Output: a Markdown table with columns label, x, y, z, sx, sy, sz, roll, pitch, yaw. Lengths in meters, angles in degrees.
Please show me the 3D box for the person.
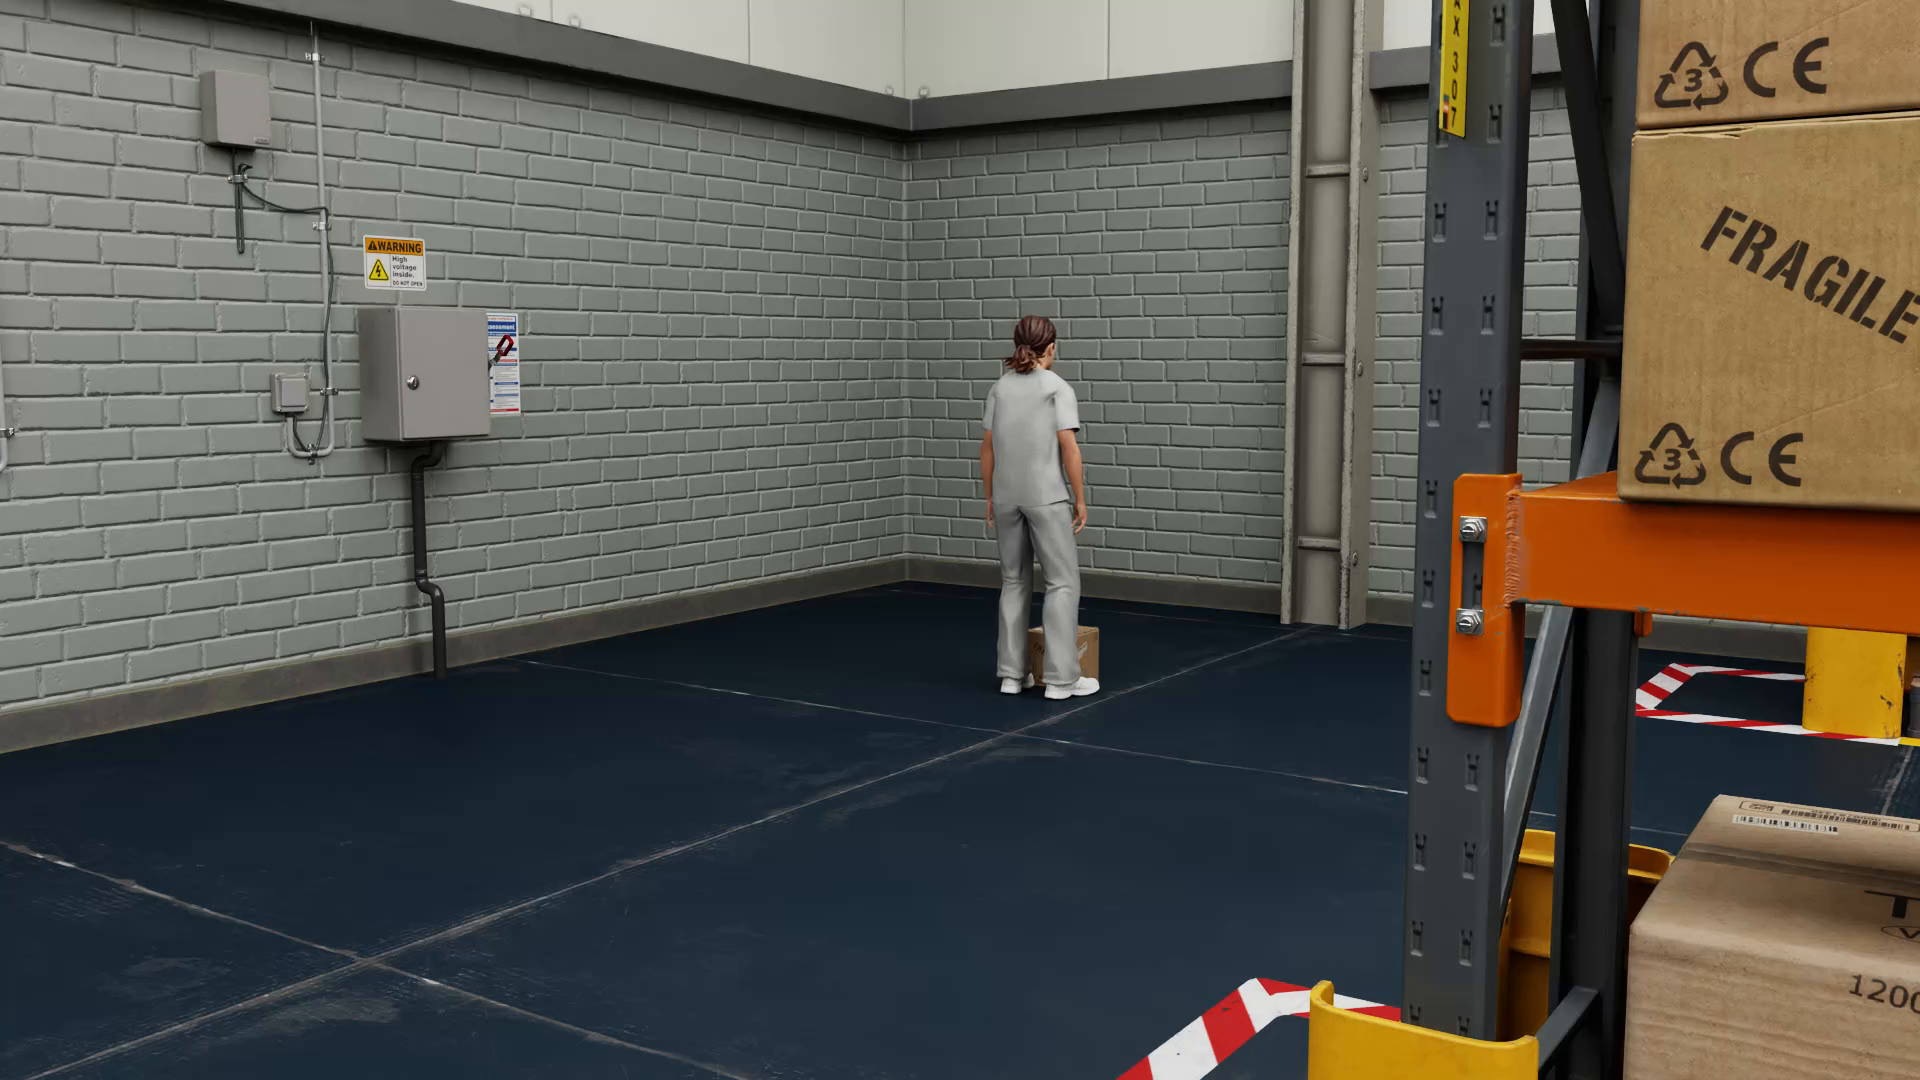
| label | x | y | z | sx | sy | sz | roll | pitch | yaw |
| --- | --- | --- | --- | --- | --- | --- | --- | --- | --- |
| person | 0.334 | -0.151 | 7.325 | 0.512 | 1.671 | 0.364 | 4 | 7 | 30 |
